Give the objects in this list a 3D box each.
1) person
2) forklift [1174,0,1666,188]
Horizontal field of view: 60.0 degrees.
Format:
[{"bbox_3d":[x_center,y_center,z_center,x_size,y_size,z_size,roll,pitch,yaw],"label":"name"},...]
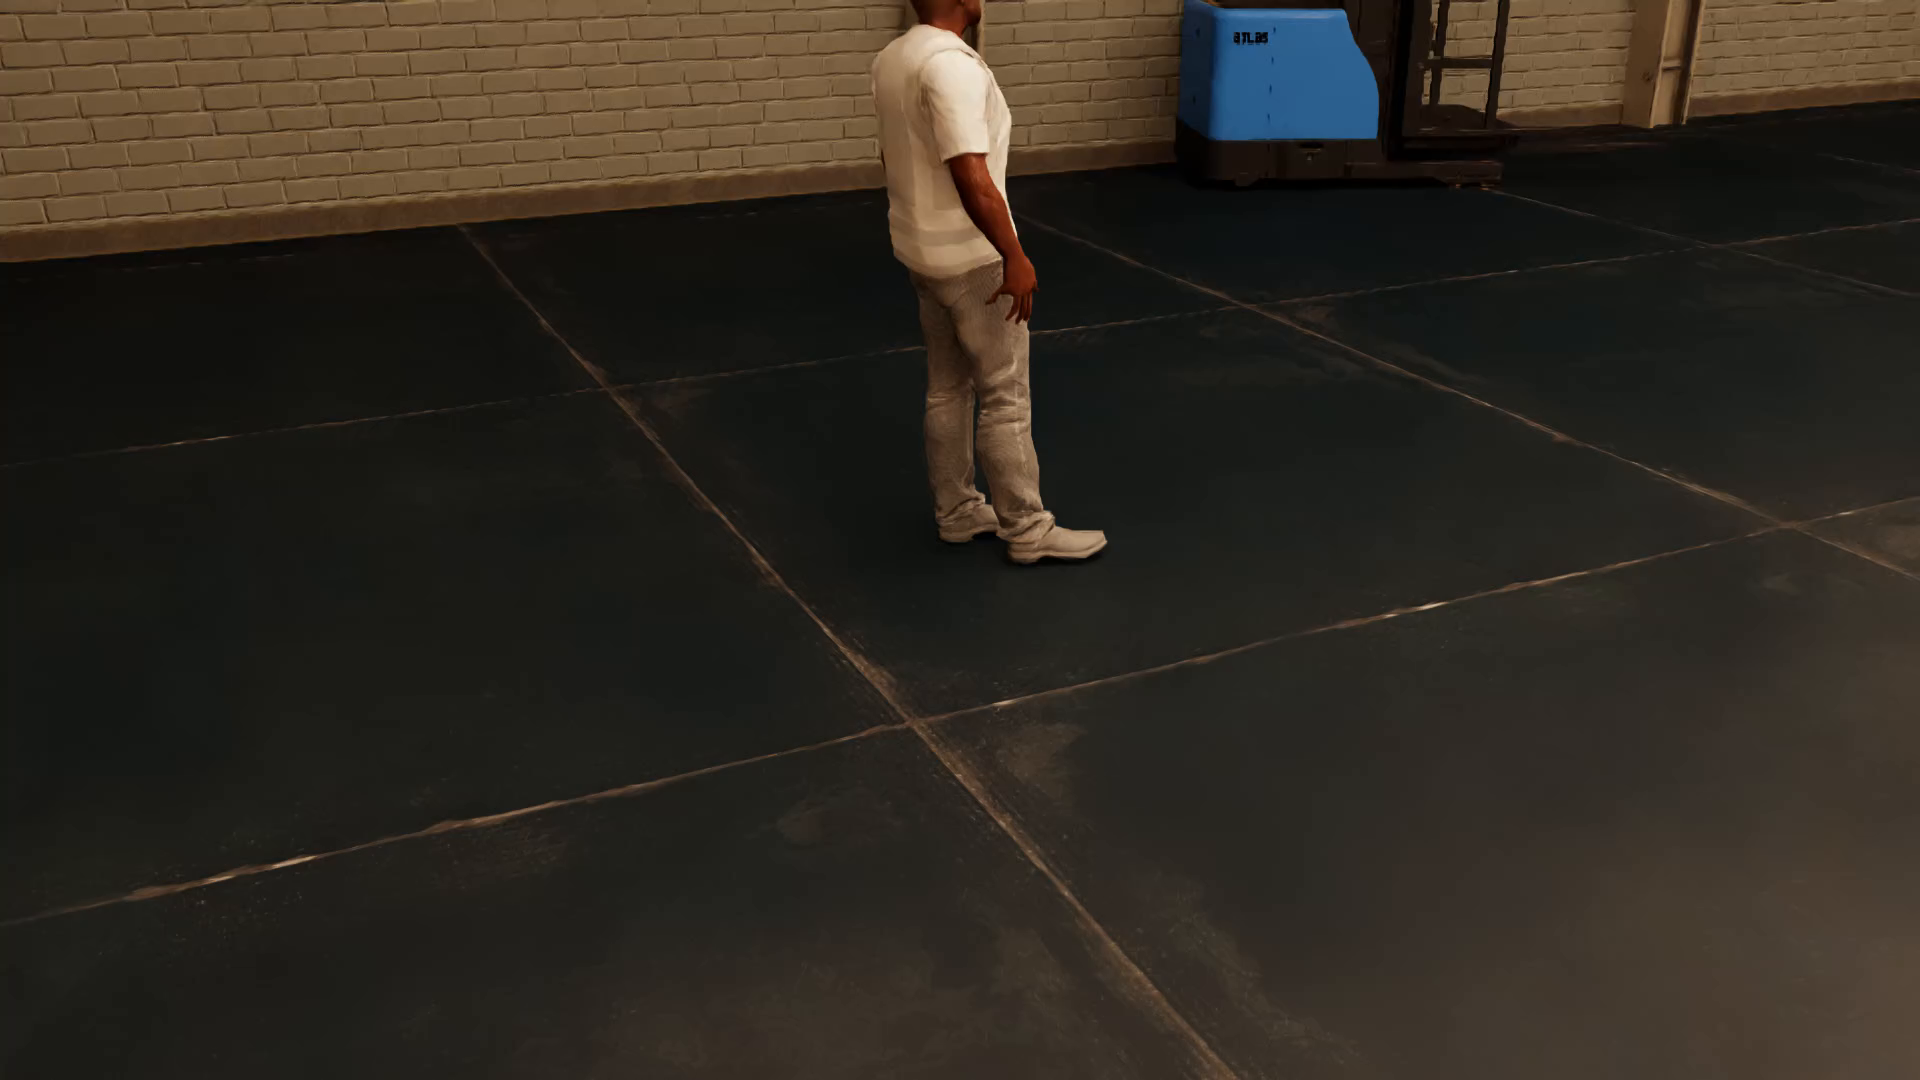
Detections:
[{"bbox_3d":[0.065,-0.831,4.788,0.576,1.766,0.665,-10,25,-23],"label":"person"},{"bbox_3d":[2.980,-3.761,10.339,3.031,2.935,1.130,-2,23,-5],"label":"forklift"}]
